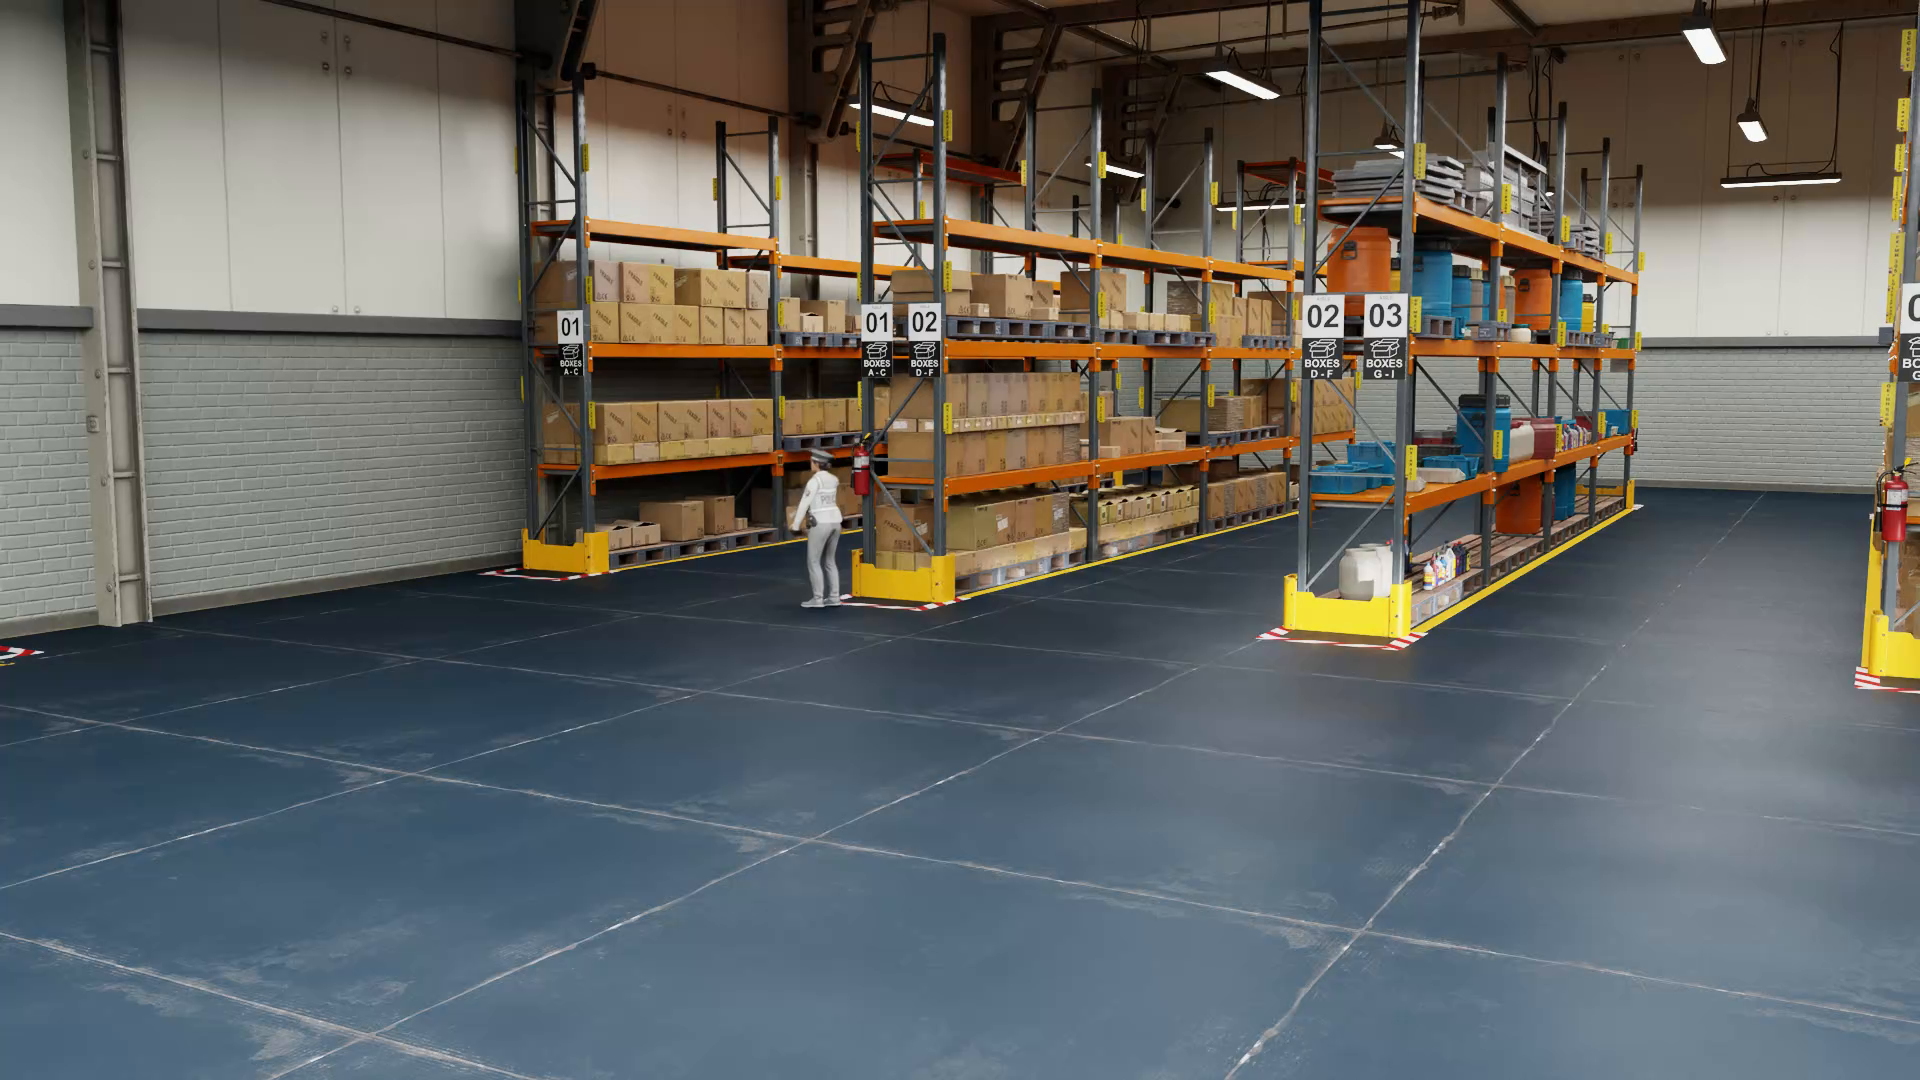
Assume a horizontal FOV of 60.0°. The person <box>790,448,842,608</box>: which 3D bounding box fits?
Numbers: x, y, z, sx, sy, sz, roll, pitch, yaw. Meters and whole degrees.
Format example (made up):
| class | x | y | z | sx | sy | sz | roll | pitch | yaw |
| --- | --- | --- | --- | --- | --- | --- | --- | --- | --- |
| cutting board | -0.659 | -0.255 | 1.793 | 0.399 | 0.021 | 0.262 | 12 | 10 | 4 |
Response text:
| class | x | y | z | sx | sy | sz | roll | pitch | yaw |
| --- | --- | --- | --- | --- | --- | --- | --- | --- | --- |
| person | -1.511 | -0.126 | 17.515 | 0.521 | 1.682 | 0.416 | 4 | 7 | 35 |
